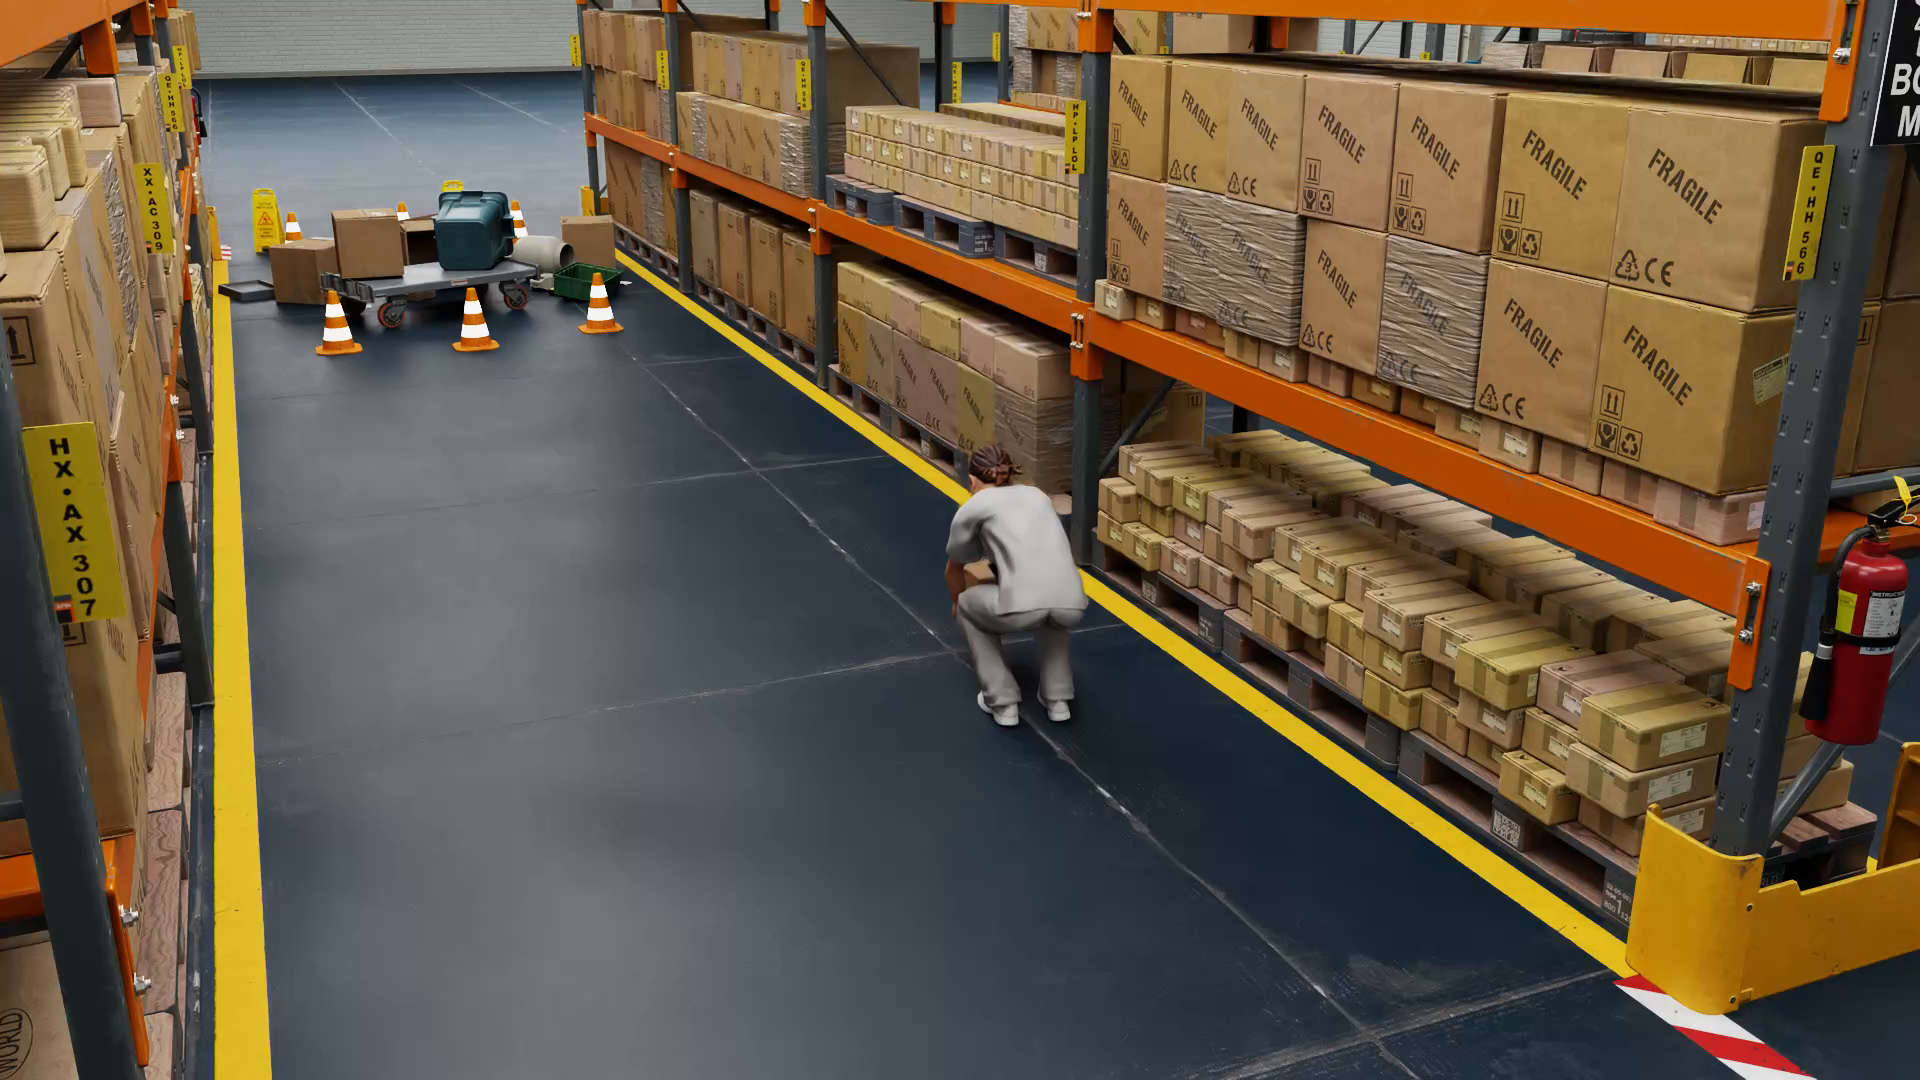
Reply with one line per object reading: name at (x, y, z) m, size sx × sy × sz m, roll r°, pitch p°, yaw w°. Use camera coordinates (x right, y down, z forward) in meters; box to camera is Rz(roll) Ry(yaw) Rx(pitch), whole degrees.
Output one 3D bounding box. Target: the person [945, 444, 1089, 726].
person at (0.212, 0.178, 6.580) m, size 0.486 × 1.009 × 0.781 m, roll -5°, pitch 19°, yaw -13°
